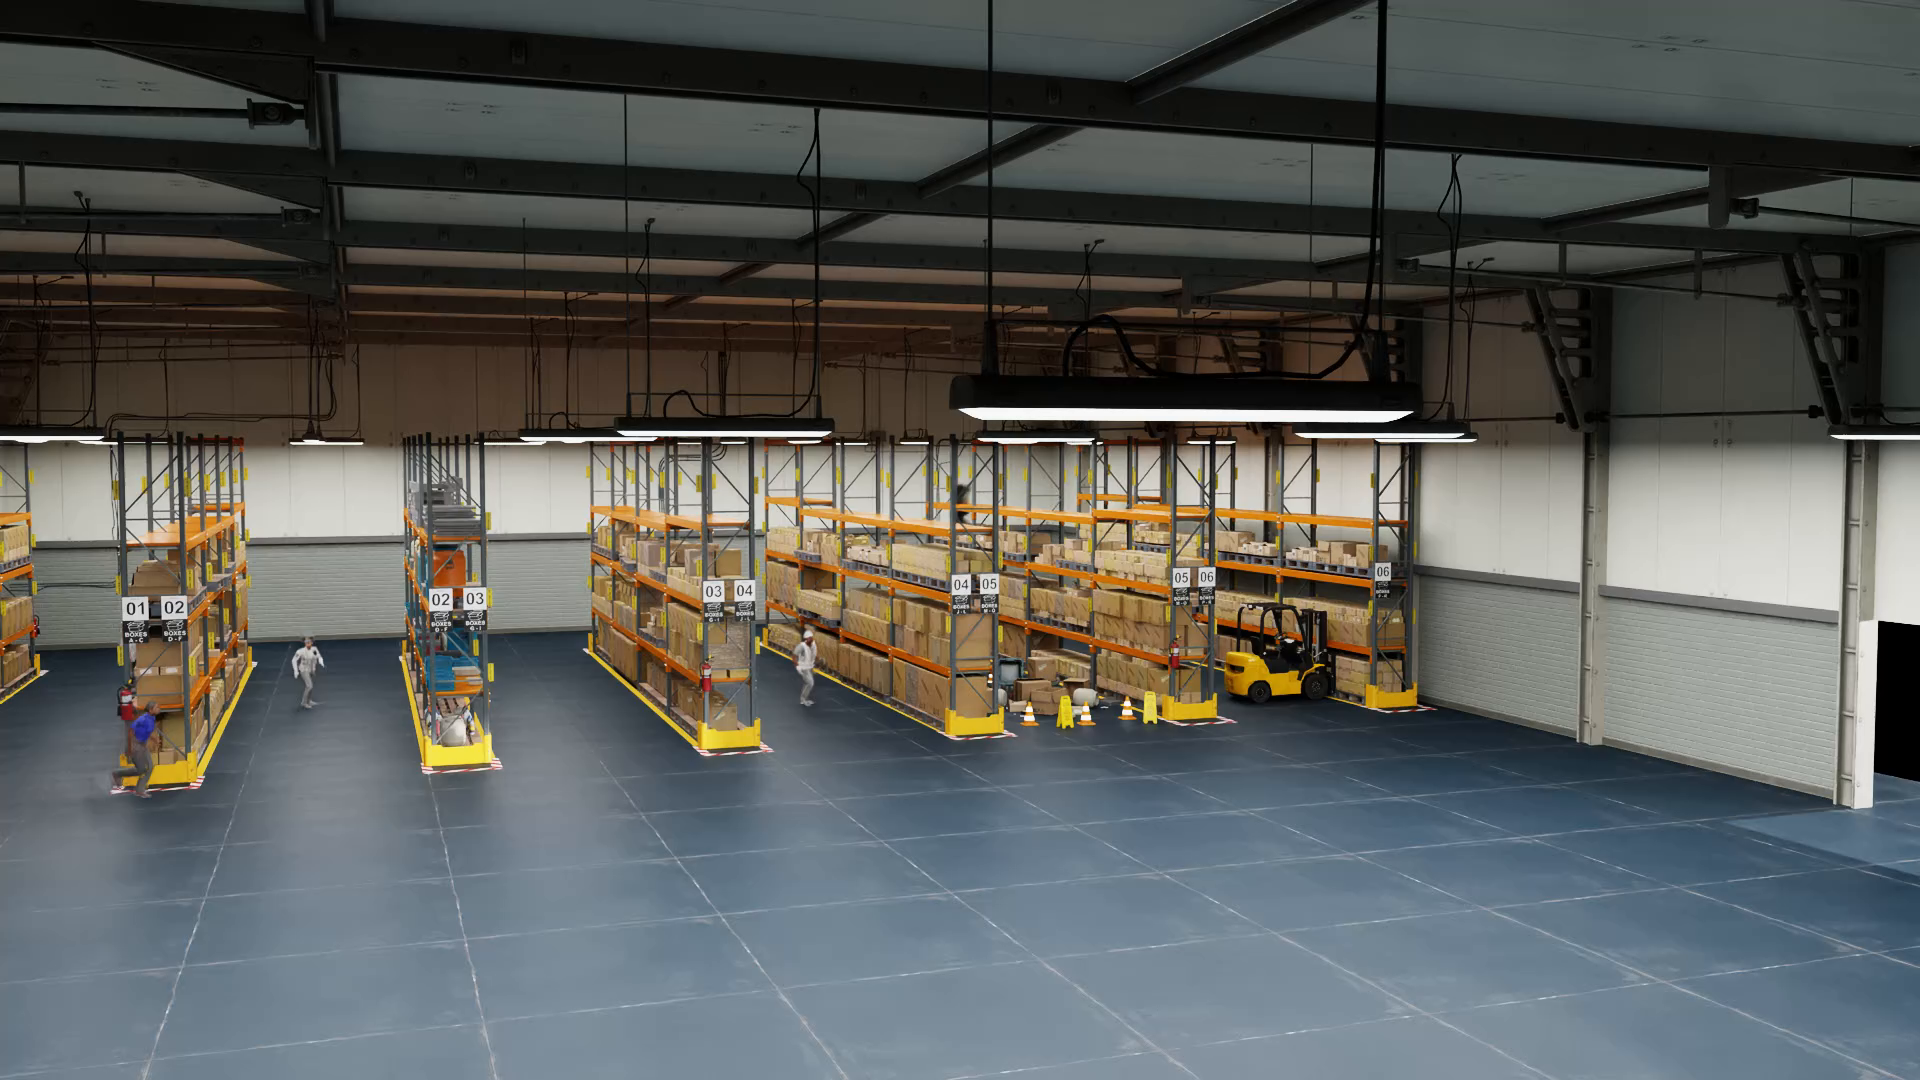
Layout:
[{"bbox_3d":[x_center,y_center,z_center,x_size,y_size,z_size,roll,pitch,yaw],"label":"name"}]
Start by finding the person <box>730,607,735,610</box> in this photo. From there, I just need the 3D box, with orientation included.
[{"bbox_3d":[-6.358,2.340,47.049,0.730,1.574,0.908,-2,4,-27],"label":"person"}]

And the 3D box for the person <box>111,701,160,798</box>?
[{"bbox_3d":[-13.517,3.496,27.291,0.766,1.489,0.575,0,3,-7],"label":"person"}]

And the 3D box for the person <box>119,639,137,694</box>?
[{"bbox_3d":[-19.044,2.740,38.329,0.654,1.733,0.815,-2,4,-32],"label":"person"}]

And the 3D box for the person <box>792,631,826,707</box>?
[{"bbox_3d":[-3.355,2.850,36.886,0.766,1.717,0.693,2,4,28],"label":"person"}]

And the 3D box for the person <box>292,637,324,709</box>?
[{"bbox_3d":[-14.322,2.926,36.655,0.793,1.636,0.615,2,4,28],"label":"person"}]
